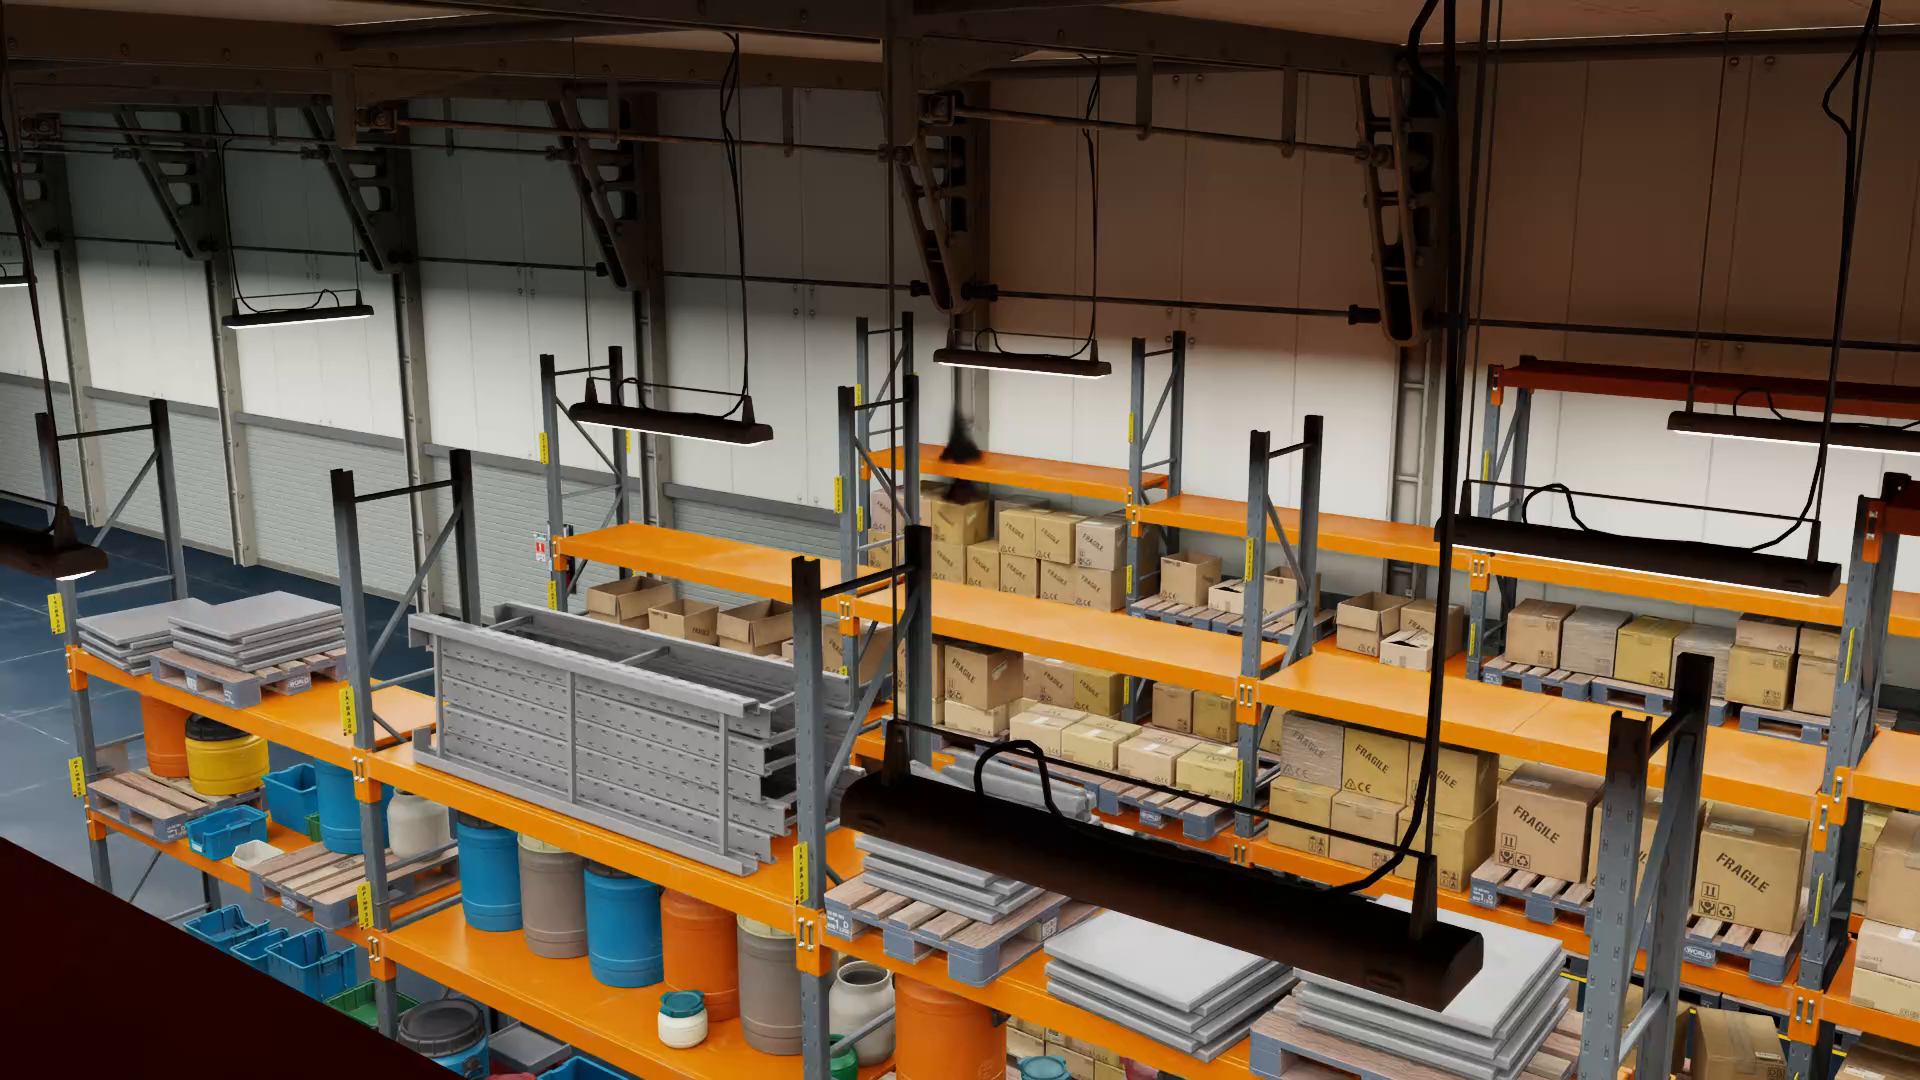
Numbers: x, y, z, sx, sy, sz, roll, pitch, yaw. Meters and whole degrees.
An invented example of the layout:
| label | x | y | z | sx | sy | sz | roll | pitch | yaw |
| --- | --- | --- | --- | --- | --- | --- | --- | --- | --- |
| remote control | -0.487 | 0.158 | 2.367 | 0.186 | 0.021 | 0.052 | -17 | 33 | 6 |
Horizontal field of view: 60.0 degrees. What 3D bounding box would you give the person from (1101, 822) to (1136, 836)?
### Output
| label | x | y | z | sx | sy | sz | roll | pitch | yaw |
| --- | --- | --- | --- | --- | --- | --- | --- | --- | --- |
| person | 1.572 | 3.355 | 16.836 | 0.847 | 1.746 | 0.679 | 10 | 16 | 36 |
